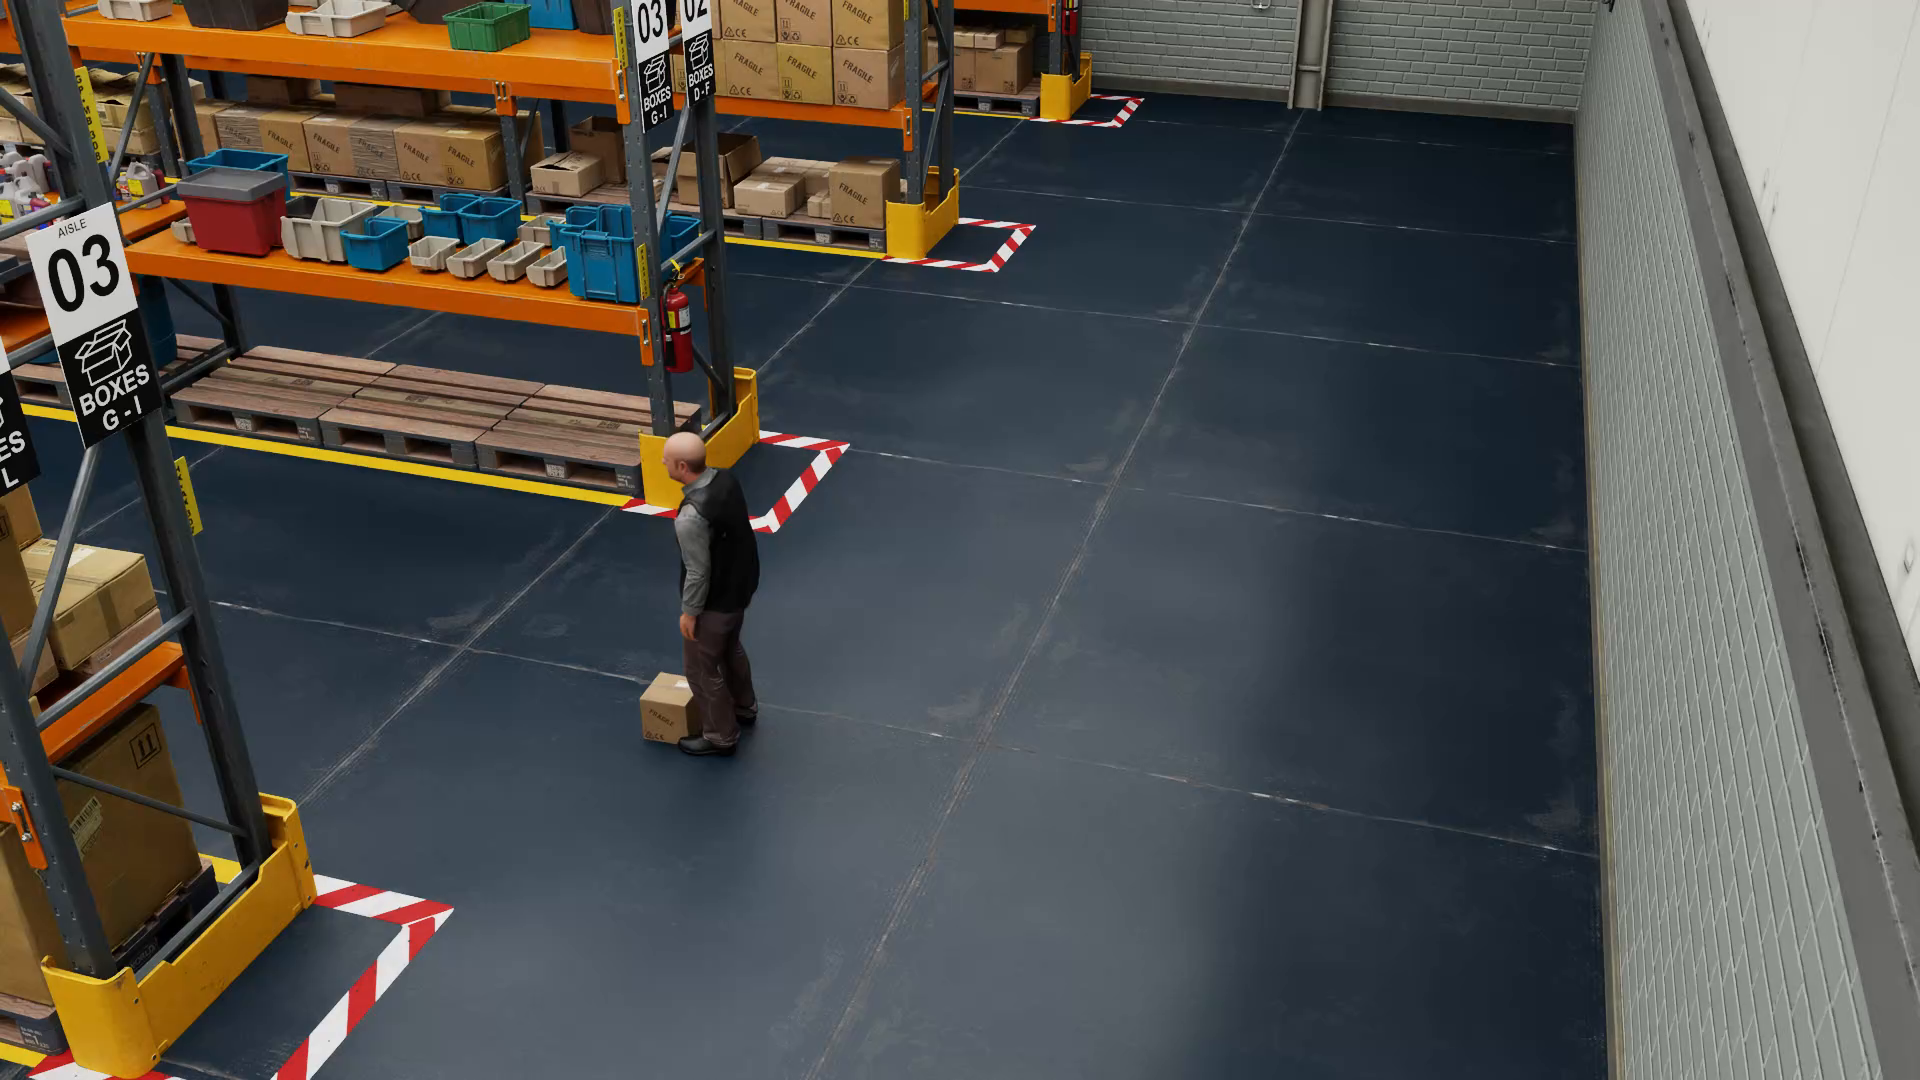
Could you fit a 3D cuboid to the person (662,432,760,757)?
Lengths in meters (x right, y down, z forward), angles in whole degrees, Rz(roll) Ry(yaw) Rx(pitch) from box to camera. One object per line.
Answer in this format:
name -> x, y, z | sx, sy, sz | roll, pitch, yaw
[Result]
person -> -1.189, 0.261, 8.065 | 0.426, 1.720, 0.591 | 7, 30, 12
